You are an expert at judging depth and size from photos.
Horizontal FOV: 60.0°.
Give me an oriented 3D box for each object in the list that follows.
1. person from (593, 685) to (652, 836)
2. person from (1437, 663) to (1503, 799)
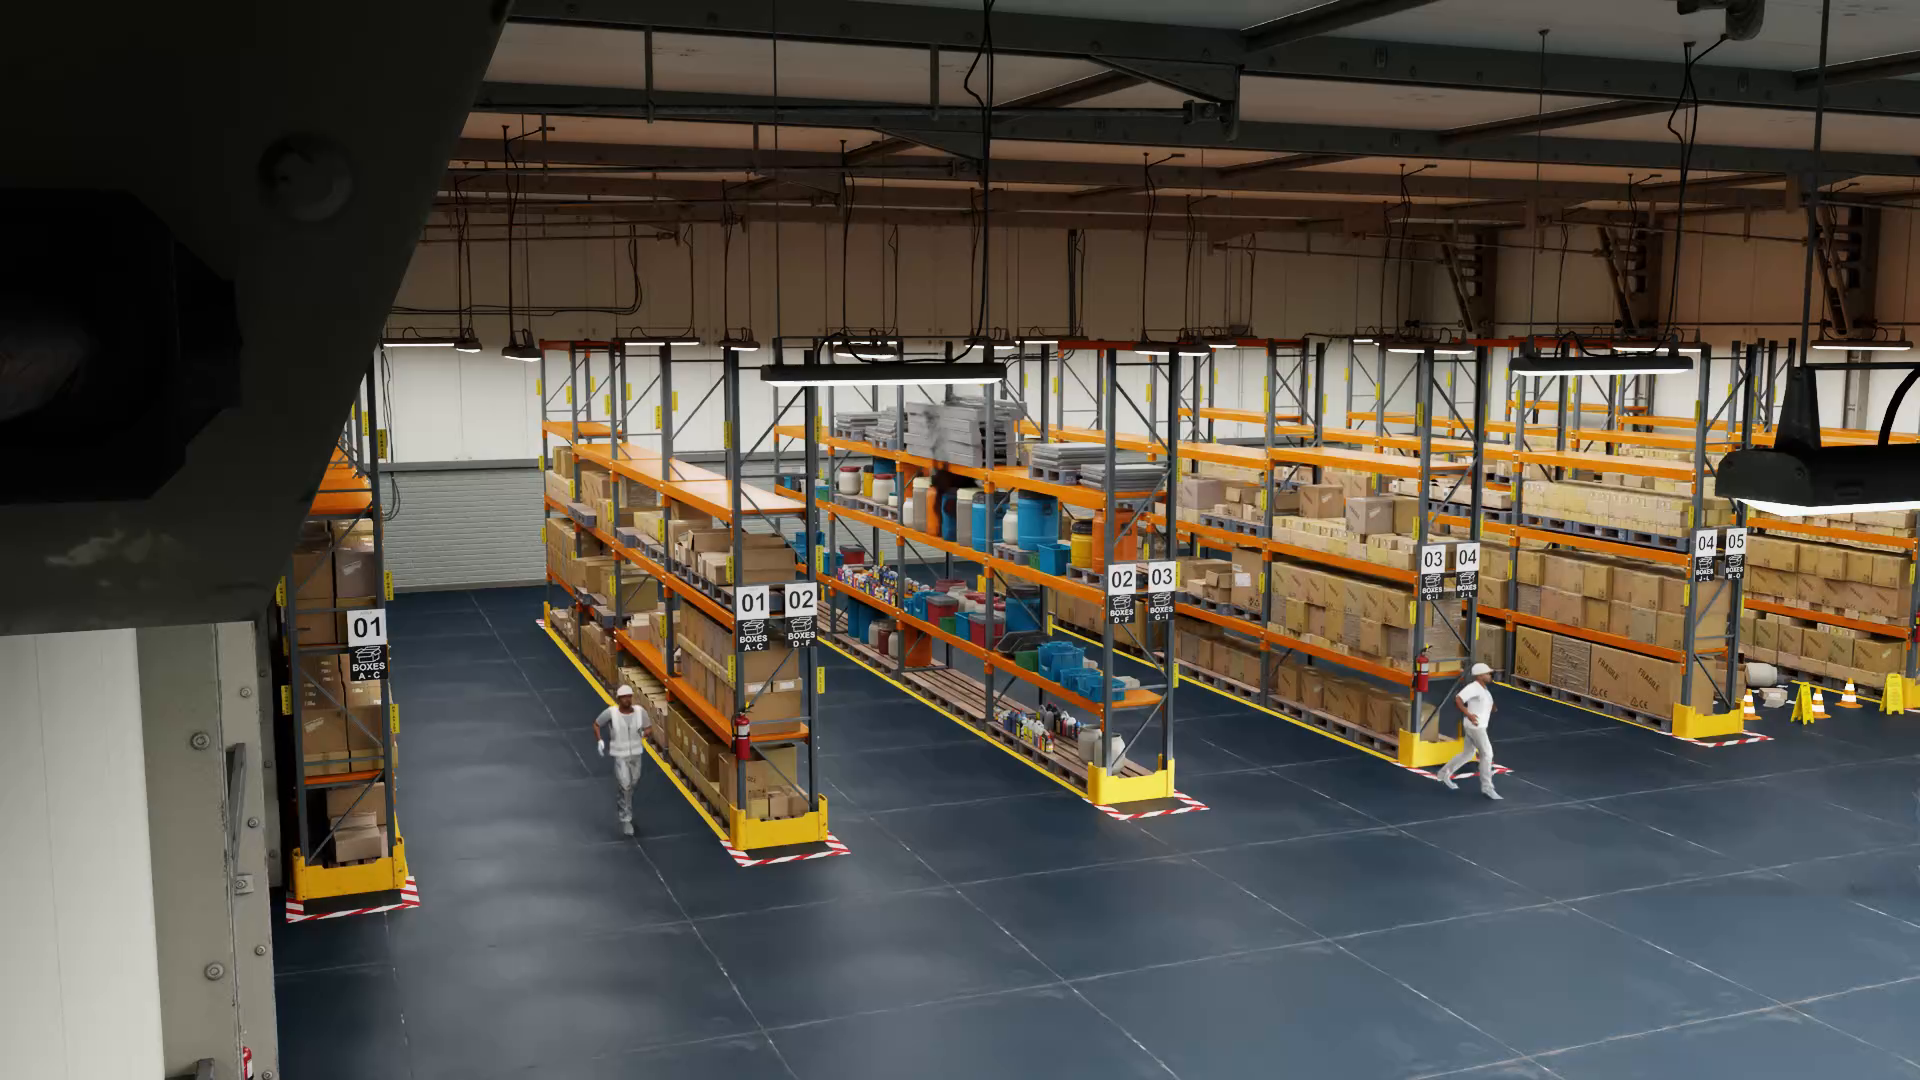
[{"bbox_3d":[-4.203,2.730,20.916,0.664,1.843,0.799,-5,9,-34],"label":"person"},{"bbox_3d":[6.957,2.556,22.524,0.859,1.798,0.700,3,8,22],"label":"person"}]
